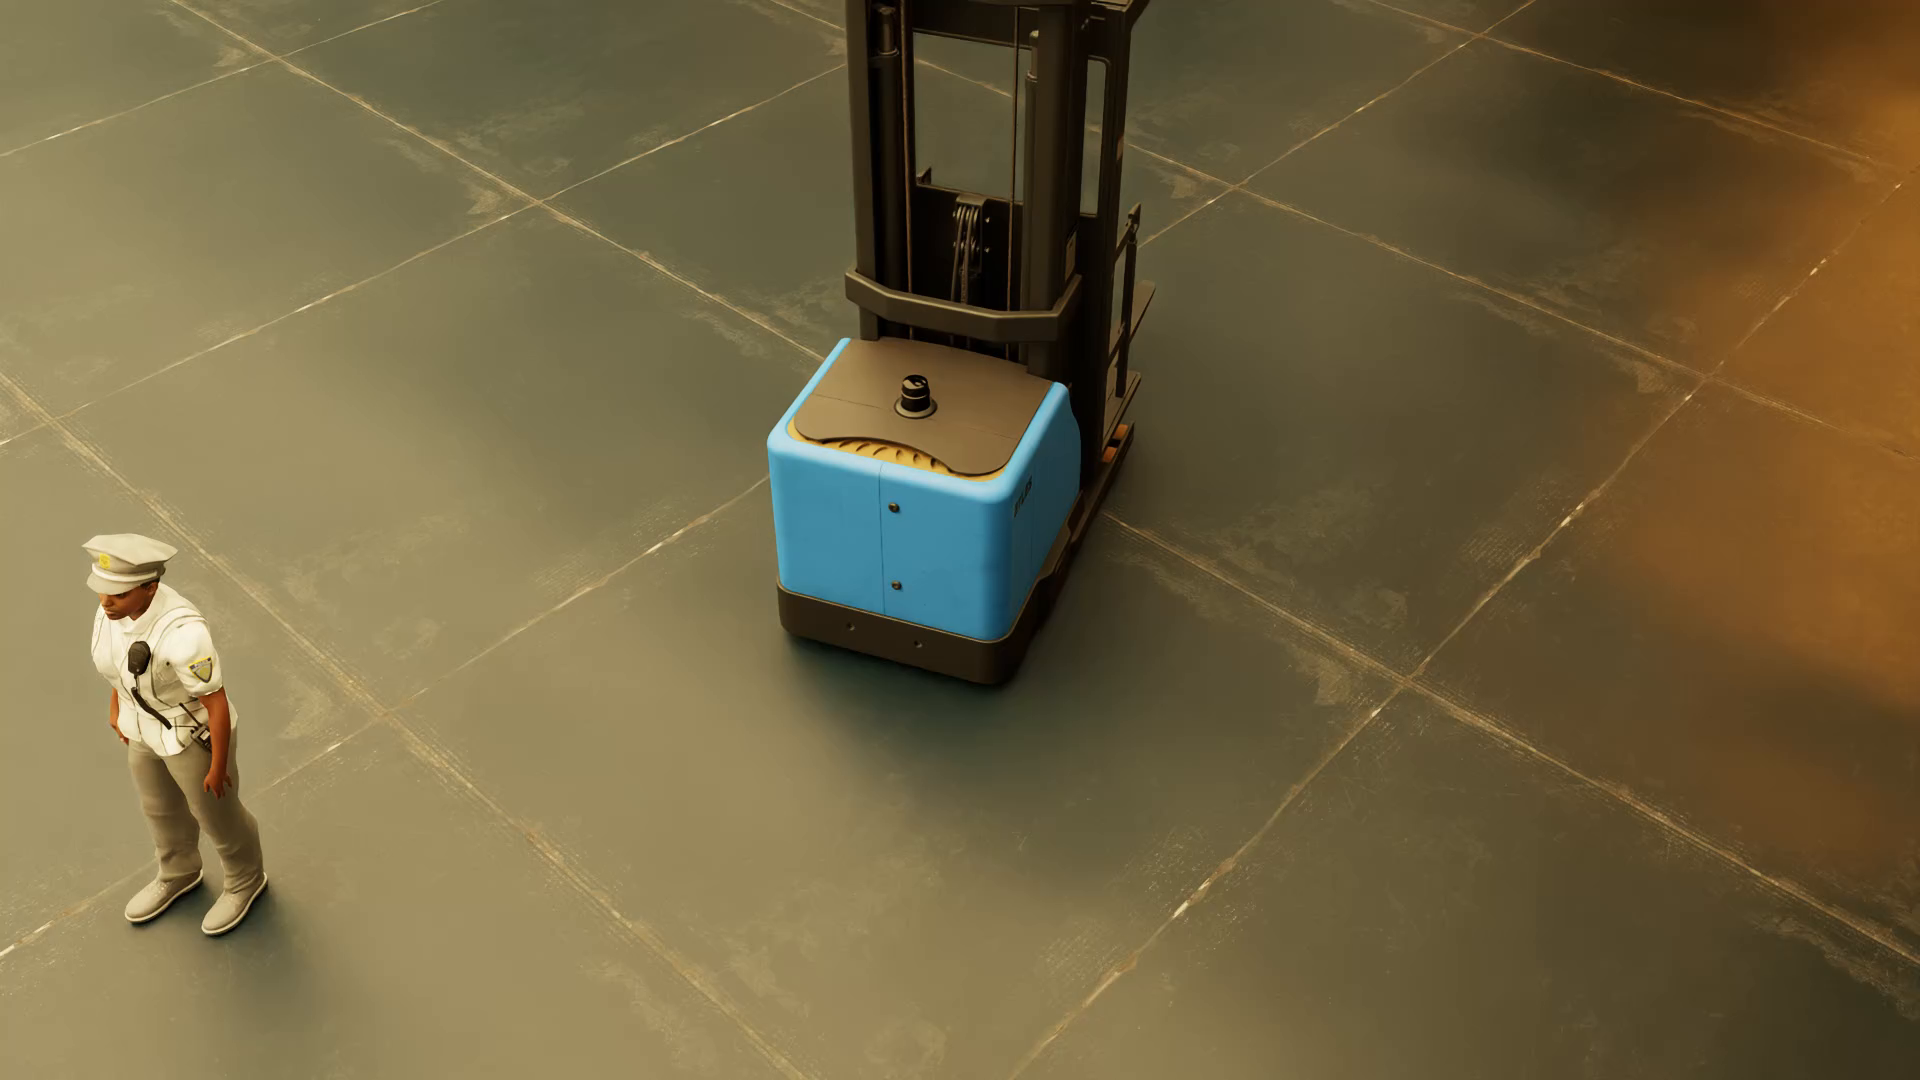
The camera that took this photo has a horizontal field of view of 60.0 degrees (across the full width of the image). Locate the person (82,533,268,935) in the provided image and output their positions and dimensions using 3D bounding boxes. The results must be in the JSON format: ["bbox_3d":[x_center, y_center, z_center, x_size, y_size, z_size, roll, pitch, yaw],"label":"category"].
[{"bbox_3d":[-2.687,0.682,5.571,0.570,1.698,0.523,22,45,23],"label":"person"}]

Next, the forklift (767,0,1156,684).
[{"bbox_3d":[0.211,-1.484,7.158,1.130,2.935,3.031,14,42,15],"label":"forklift"}]
